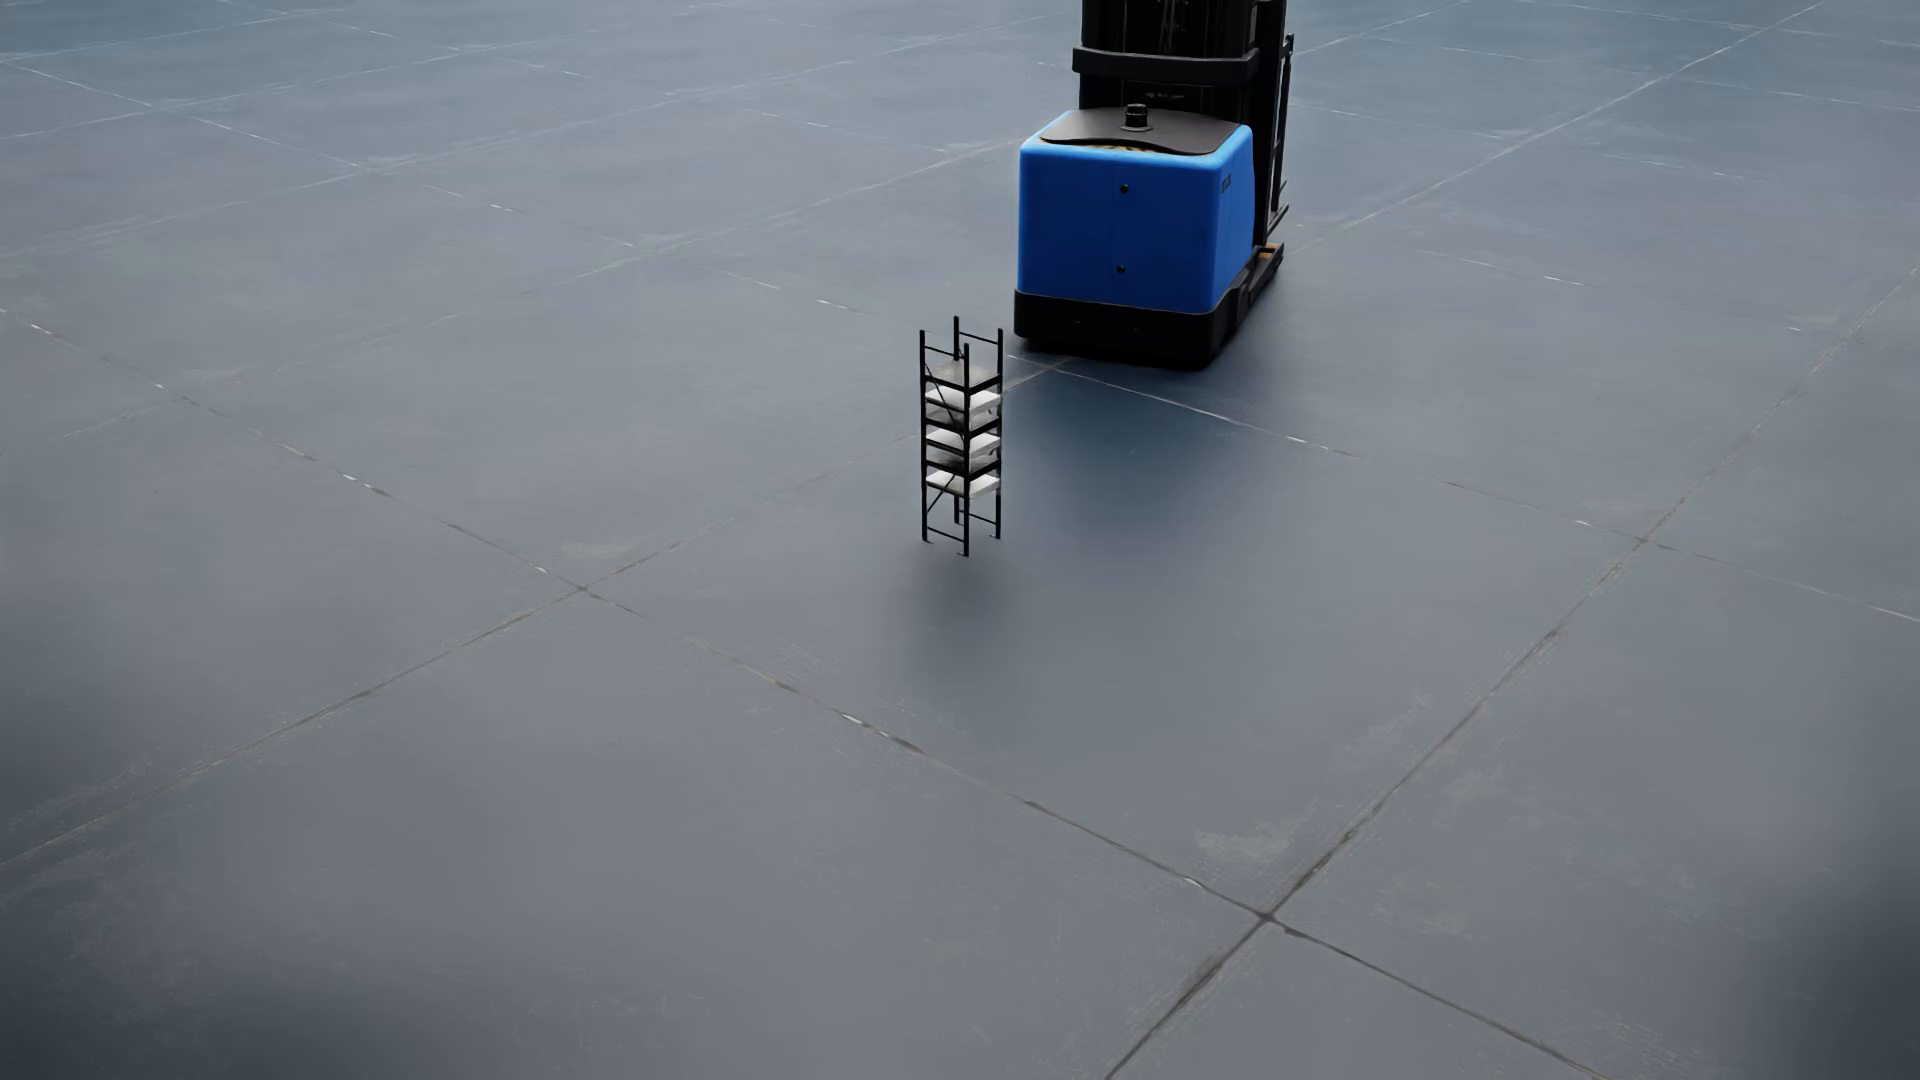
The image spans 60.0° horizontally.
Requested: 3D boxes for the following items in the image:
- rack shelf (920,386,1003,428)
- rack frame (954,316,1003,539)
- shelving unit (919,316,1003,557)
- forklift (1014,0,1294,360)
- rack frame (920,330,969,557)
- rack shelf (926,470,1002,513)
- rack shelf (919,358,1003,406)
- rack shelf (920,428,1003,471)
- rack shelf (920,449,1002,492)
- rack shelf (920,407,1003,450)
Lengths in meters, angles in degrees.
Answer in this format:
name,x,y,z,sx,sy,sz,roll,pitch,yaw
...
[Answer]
name,x,y,z,sx,sy,sz,roll,pitch,yaw
rack shelf,0.005,-0.533,6.481,0.258,0.077,0.200,21,34,34
rack frame,0.070,-0.439,6.618,0.240,0.900,0.006,21,34,34
shelving unit,0.005,-0.403,6.549,0.258,0.900,0.210,21,34,34
forklift,1.274,-2.864,9.096,1.130,2.935,3.031,10,29,18
rack frame,-0.059,-0.367,6.479,0.240,0.900,0.006,21,34,34
rack shelf,0.005,-0.213,6.647,0.258,0.077,0.200,21,34,34
rack shelf,0.005,-0.613,6.440,0.258,0.077,0.200,21,34,34
rack shelf,0.005,-0.373,6.564,0.258,0.077,0.200,21,34,34
rack shelf,0.005,-0.293,6.605,0.258,0.077,0.200,21,34,34
rack shelf,0.005,-0.453,6.523,0.258,0.077,0.200,21,34,34
